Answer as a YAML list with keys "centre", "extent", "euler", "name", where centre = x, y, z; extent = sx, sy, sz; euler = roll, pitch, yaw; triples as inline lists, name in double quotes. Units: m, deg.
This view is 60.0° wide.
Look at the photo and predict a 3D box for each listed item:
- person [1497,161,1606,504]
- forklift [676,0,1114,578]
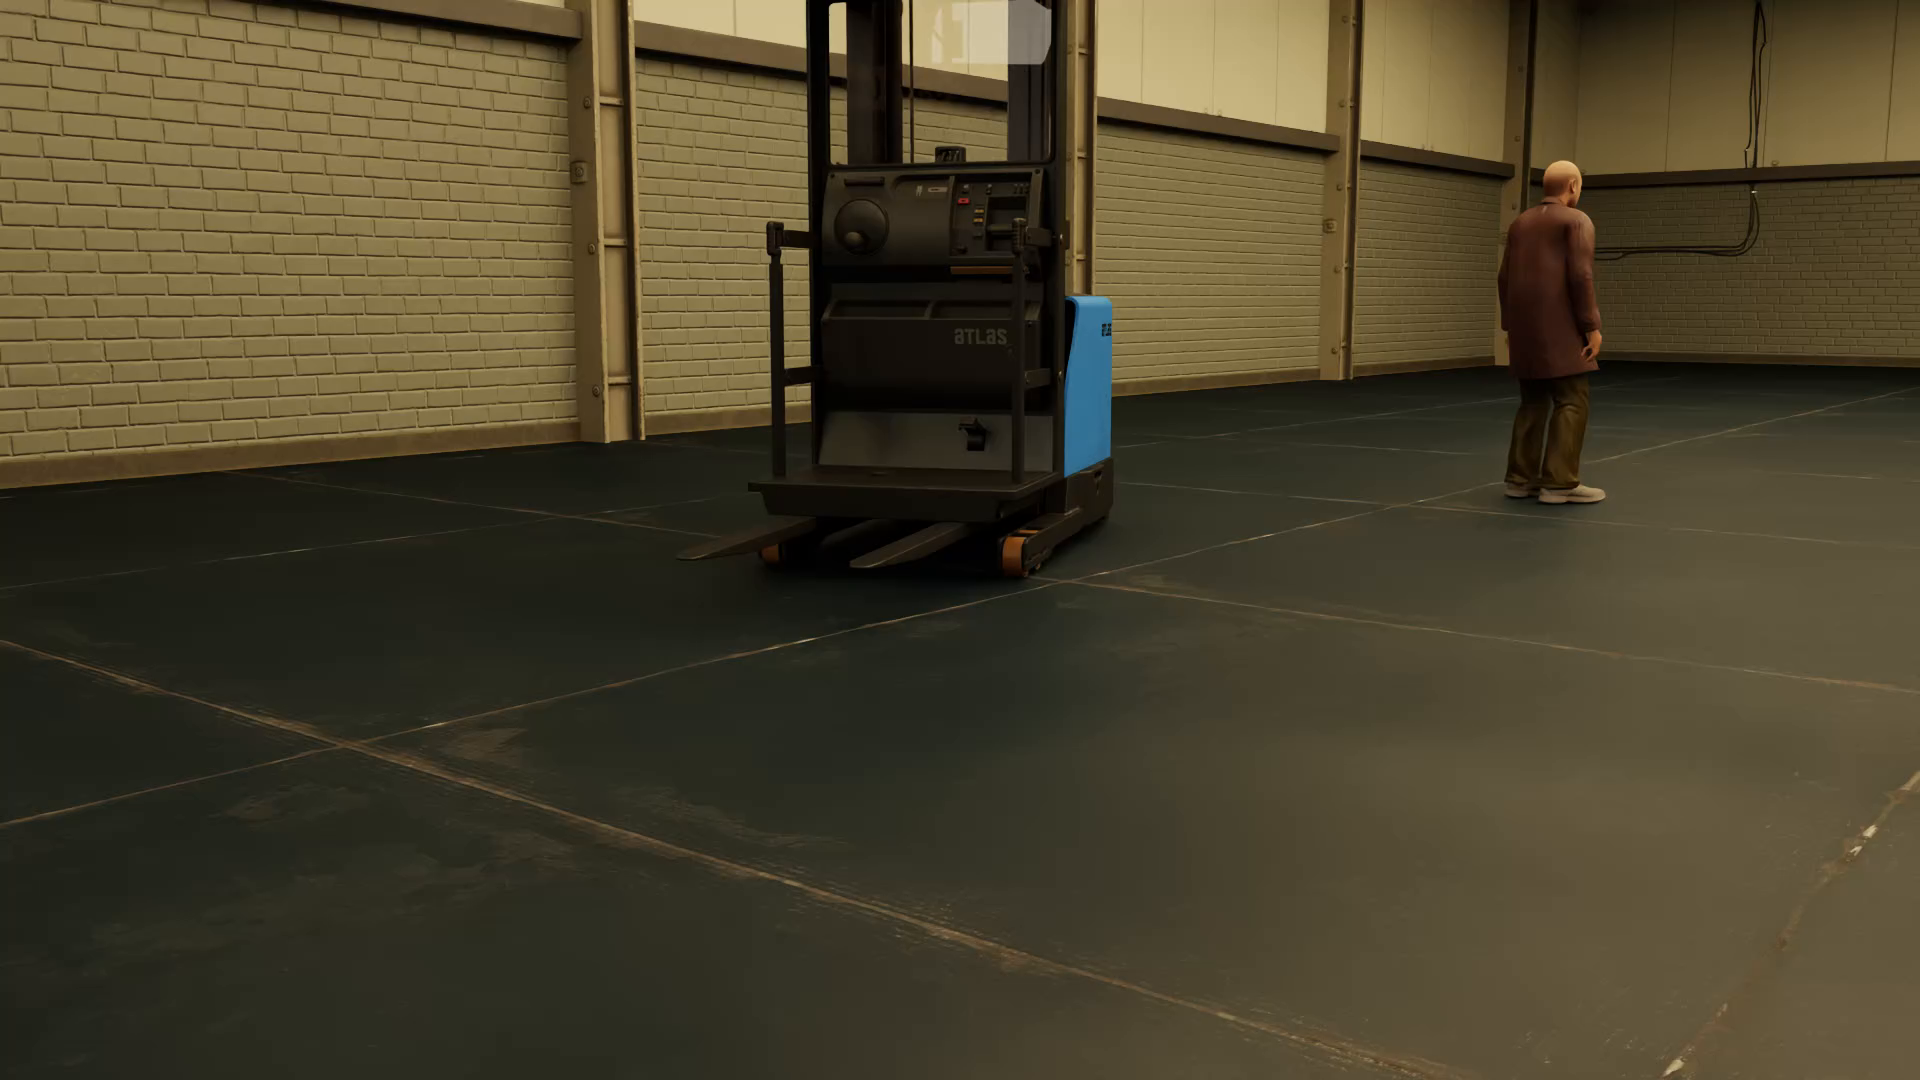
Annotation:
- centre: [3.118, -1.092, 8.757]
  extent: [0.439, 1.775, 0.644]
  euler: [-4, 9, -25]
  name: "person"
- centre: [-0.176, -1.366, 6.616]
  extent: [1.130, 2.935, 3.031]
  euler: [3, 9, 17]
  name: "forklift"
